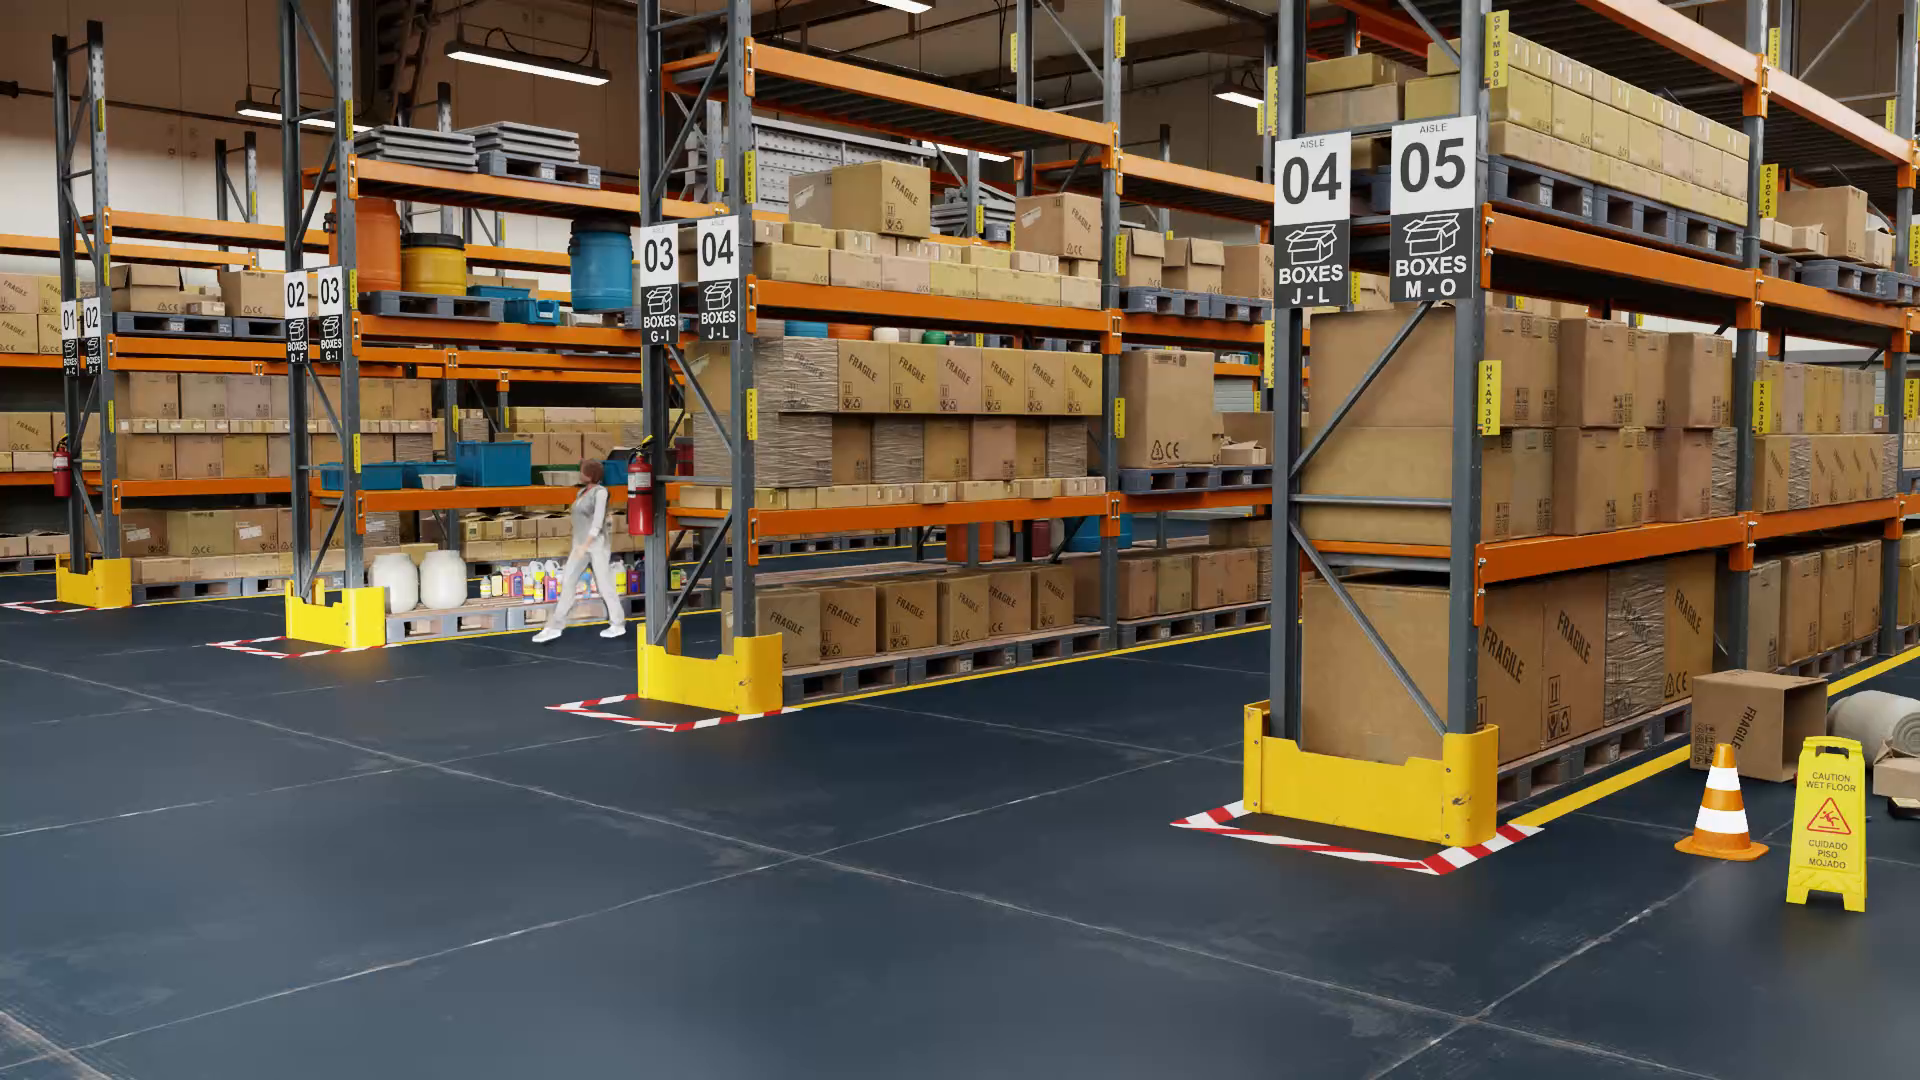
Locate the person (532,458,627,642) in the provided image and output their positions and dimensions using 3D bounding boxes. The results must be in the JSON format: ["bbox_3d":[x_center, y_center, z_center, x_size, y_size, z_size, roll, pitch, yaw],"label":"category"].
[{"bbox_3d":[-3.242,0.080,14.291,0.426,1.560,0.856,4,5,43],"label":"person"}]
